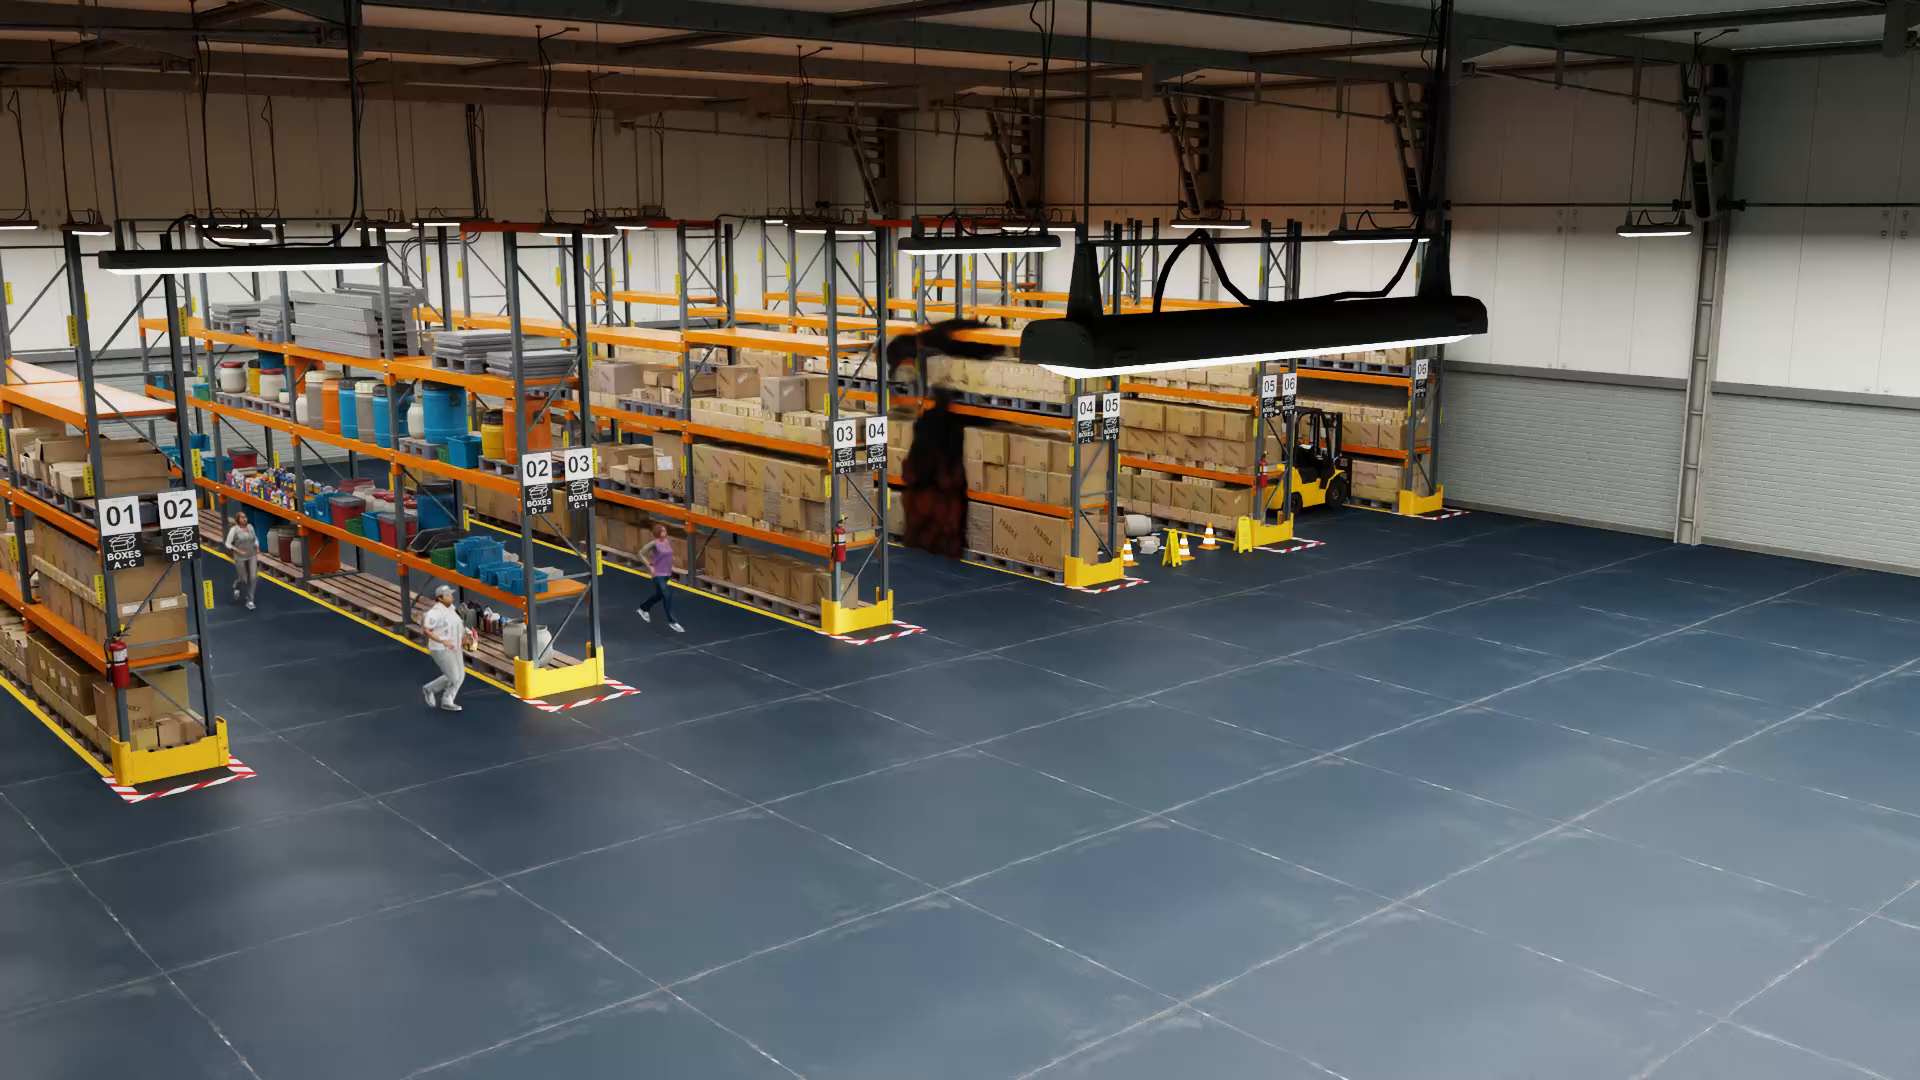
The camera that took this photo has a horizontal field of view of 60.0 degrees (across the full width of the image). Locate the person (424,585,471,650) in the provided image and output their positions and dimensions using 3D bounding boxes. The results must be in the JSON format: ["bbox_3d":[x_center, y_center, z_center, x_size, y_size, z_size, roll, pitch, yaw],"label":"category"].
[{"bbox_3d":[-6.438,0.974,20.928,0.406,0.793,0.591,3,12,13],"label":"person"}]

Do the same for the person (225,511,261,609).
[{"bbox_3d":[-11.383,0.302,26.446,0.625,1.555,0.542,11,16,43],"label":"person"}]

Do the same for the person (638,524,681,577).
[{"bbox_3d":[-4.459,0.152,24.947,0.570,0.795,0.539,5,13,24],"label":"person"}]
